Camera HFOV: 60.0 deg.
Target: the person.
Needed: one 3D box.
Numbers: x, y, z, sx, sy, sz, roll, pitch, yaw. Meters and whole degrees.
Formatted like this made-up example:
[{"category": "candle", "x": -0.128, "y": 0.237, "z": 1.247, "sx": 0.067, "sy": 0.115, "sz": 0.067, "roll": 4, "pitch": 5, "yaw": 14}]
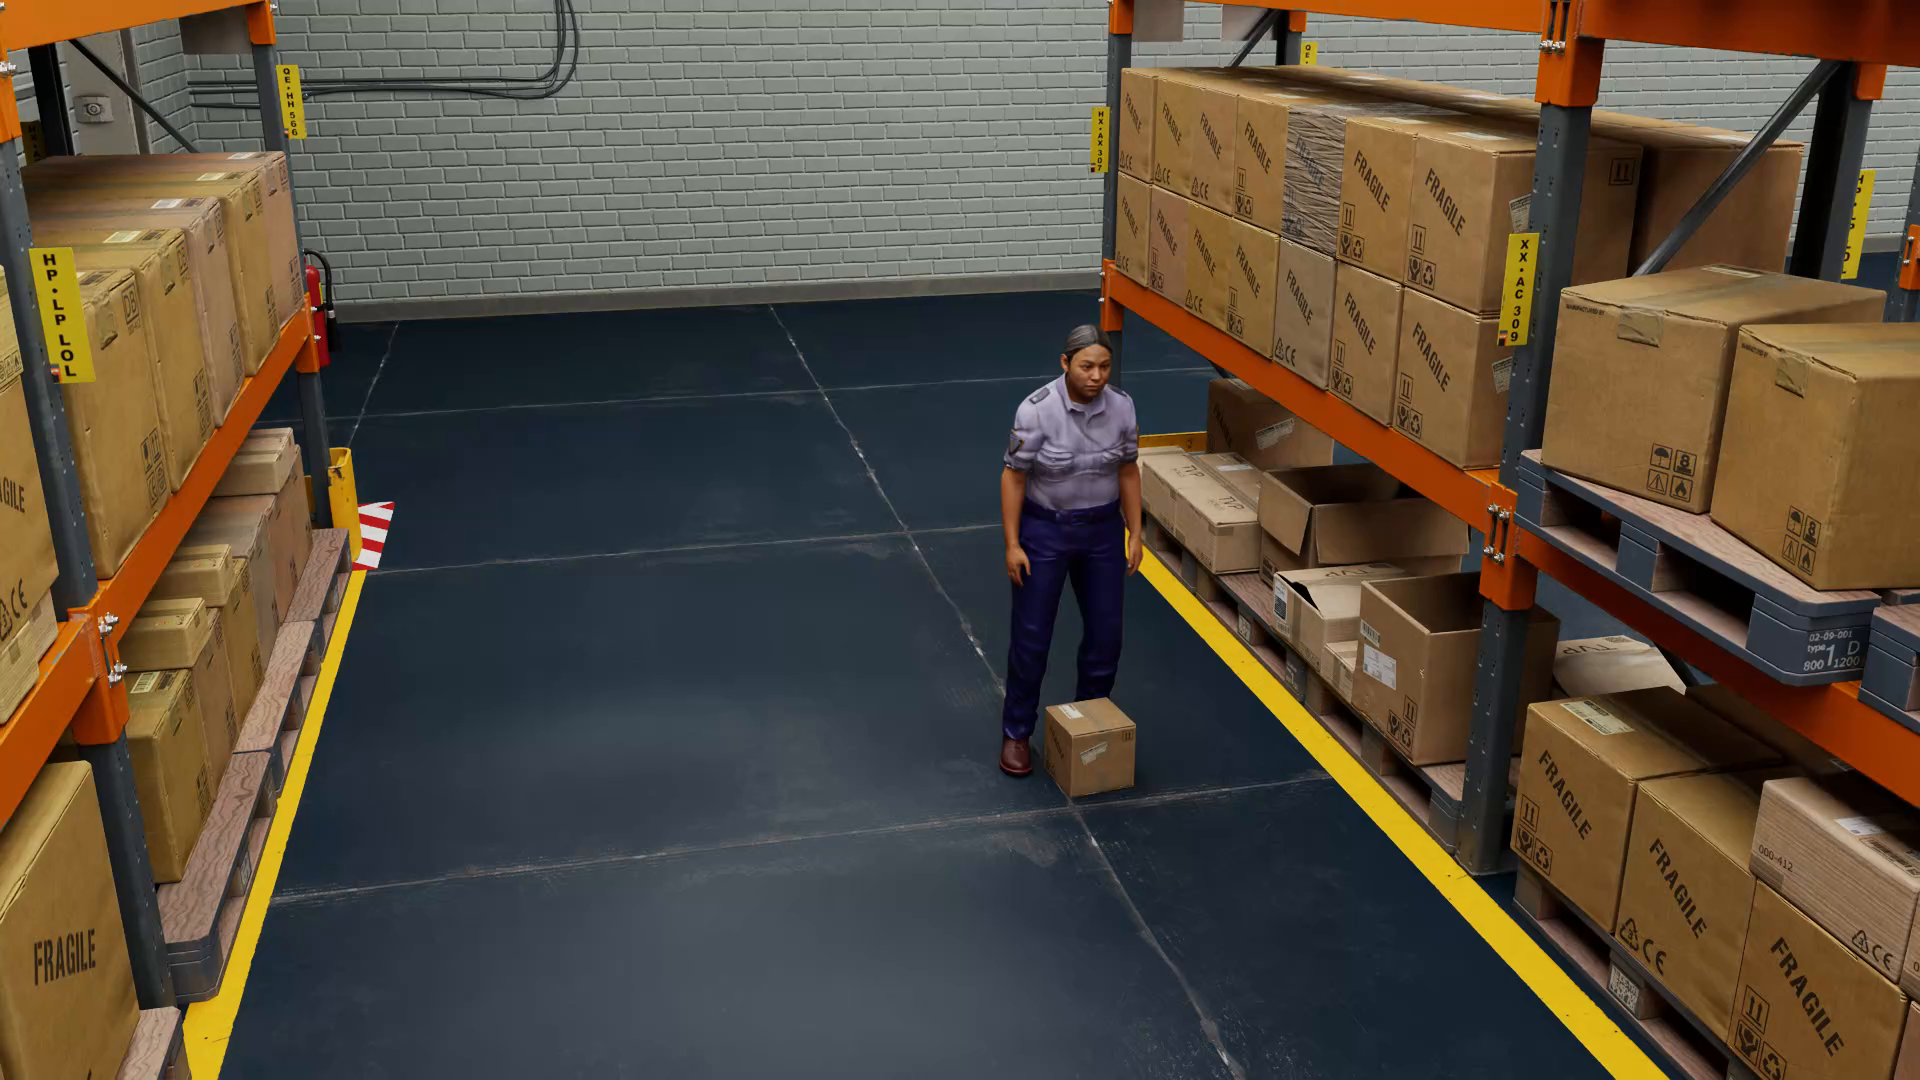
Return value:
[{"category": "person", "x": 0.394, "y": 0.016, "z": 6.036, "sx": 0.559, "sy": 1.652, "sz": 0.364, "roll": -5, "pitch": 20, "yaw": -15}]
